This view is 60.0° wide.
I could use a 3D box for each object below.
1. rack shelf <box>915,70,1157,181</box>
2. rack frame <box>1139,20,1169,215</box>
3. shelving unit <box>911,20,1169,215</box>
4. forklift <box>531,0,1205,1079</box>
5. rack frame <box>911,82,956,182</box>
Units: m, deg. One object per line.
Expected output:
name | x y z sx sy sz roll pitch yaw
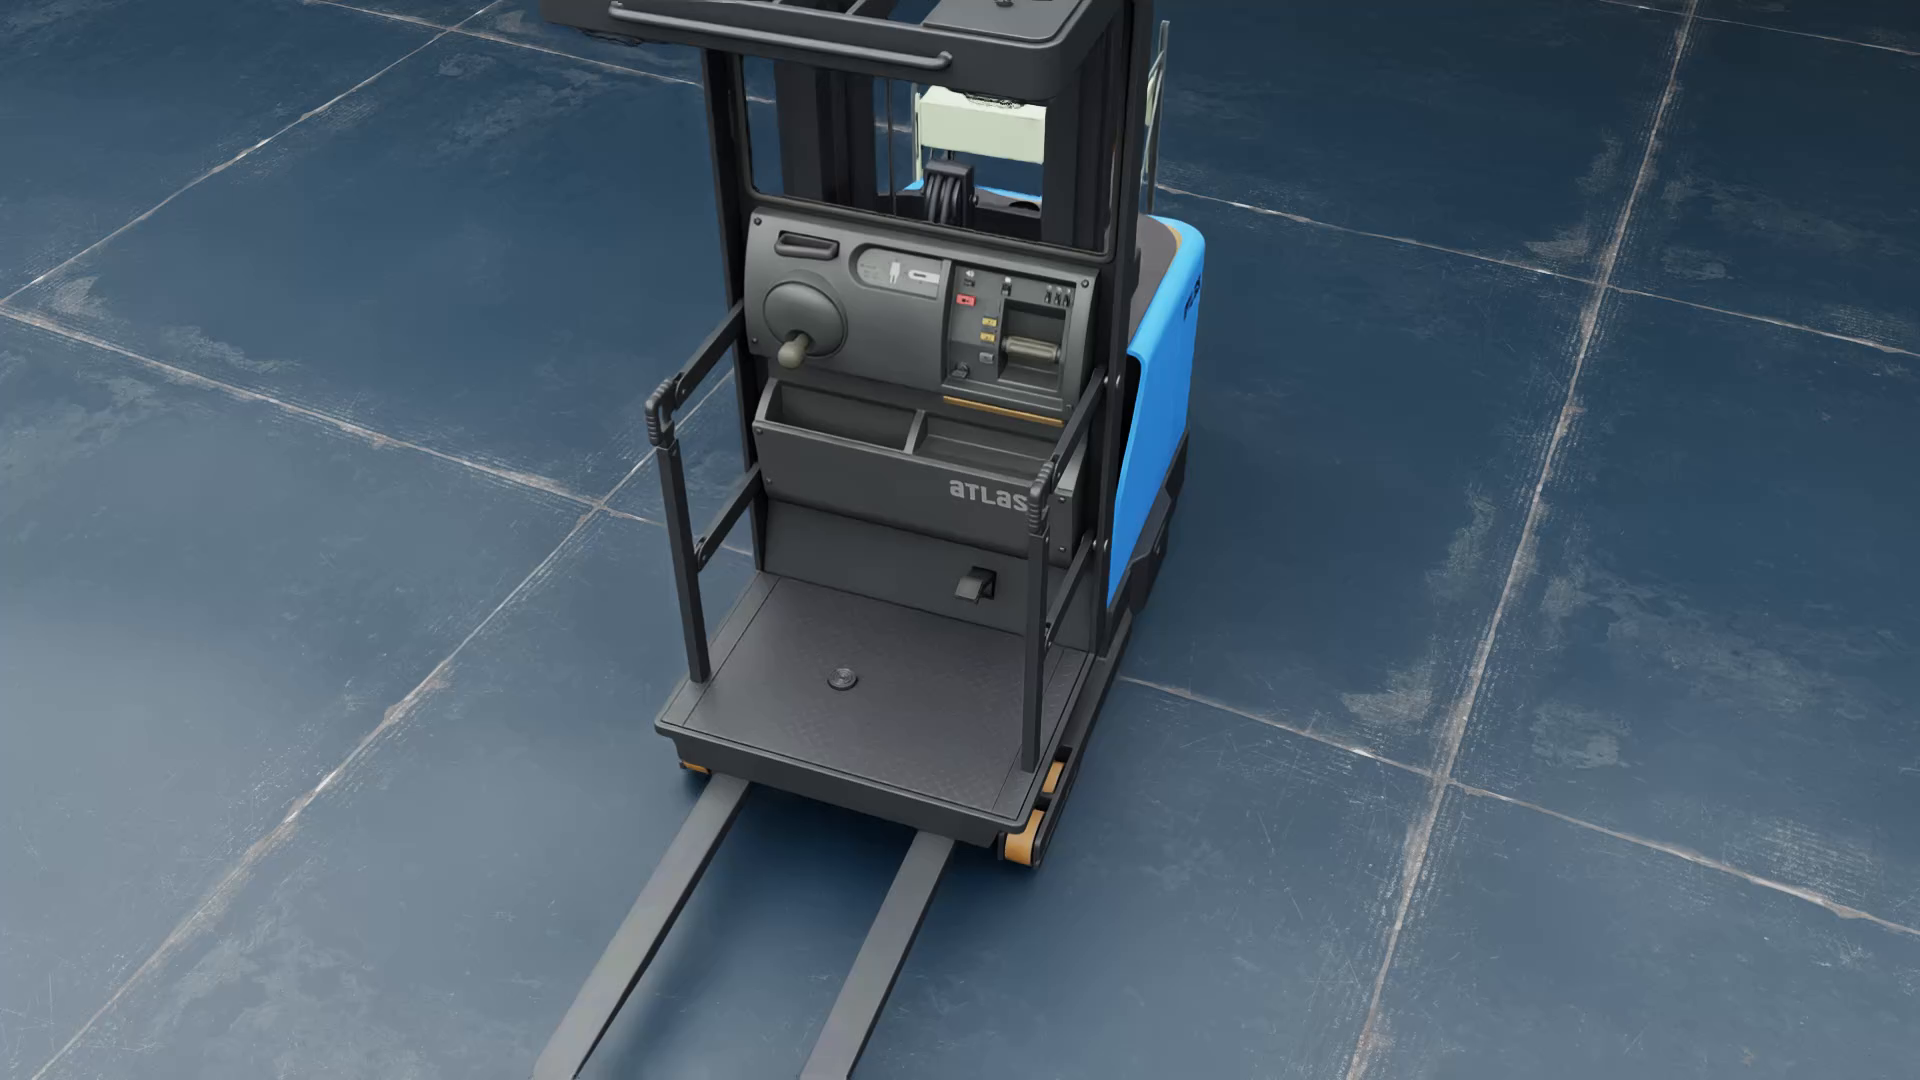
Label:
rack shelf | 0.261 -1.367 5.587 0.720 0.370 0.431 12 42 14
rack frame | 0.609 -0.998 5.756 0.023 1.500 0.400 12 42 14
shelving unit | 0.261 -1.072 5.842 0.755 1.500 0.431 12 42 14
forklift | -0.186 -0.500 4.089 1.130 2.935 3.031 13 43 15
rack frame | -0.087 -1.147 5.928 0.023 1.500 0.400 12 42 14
